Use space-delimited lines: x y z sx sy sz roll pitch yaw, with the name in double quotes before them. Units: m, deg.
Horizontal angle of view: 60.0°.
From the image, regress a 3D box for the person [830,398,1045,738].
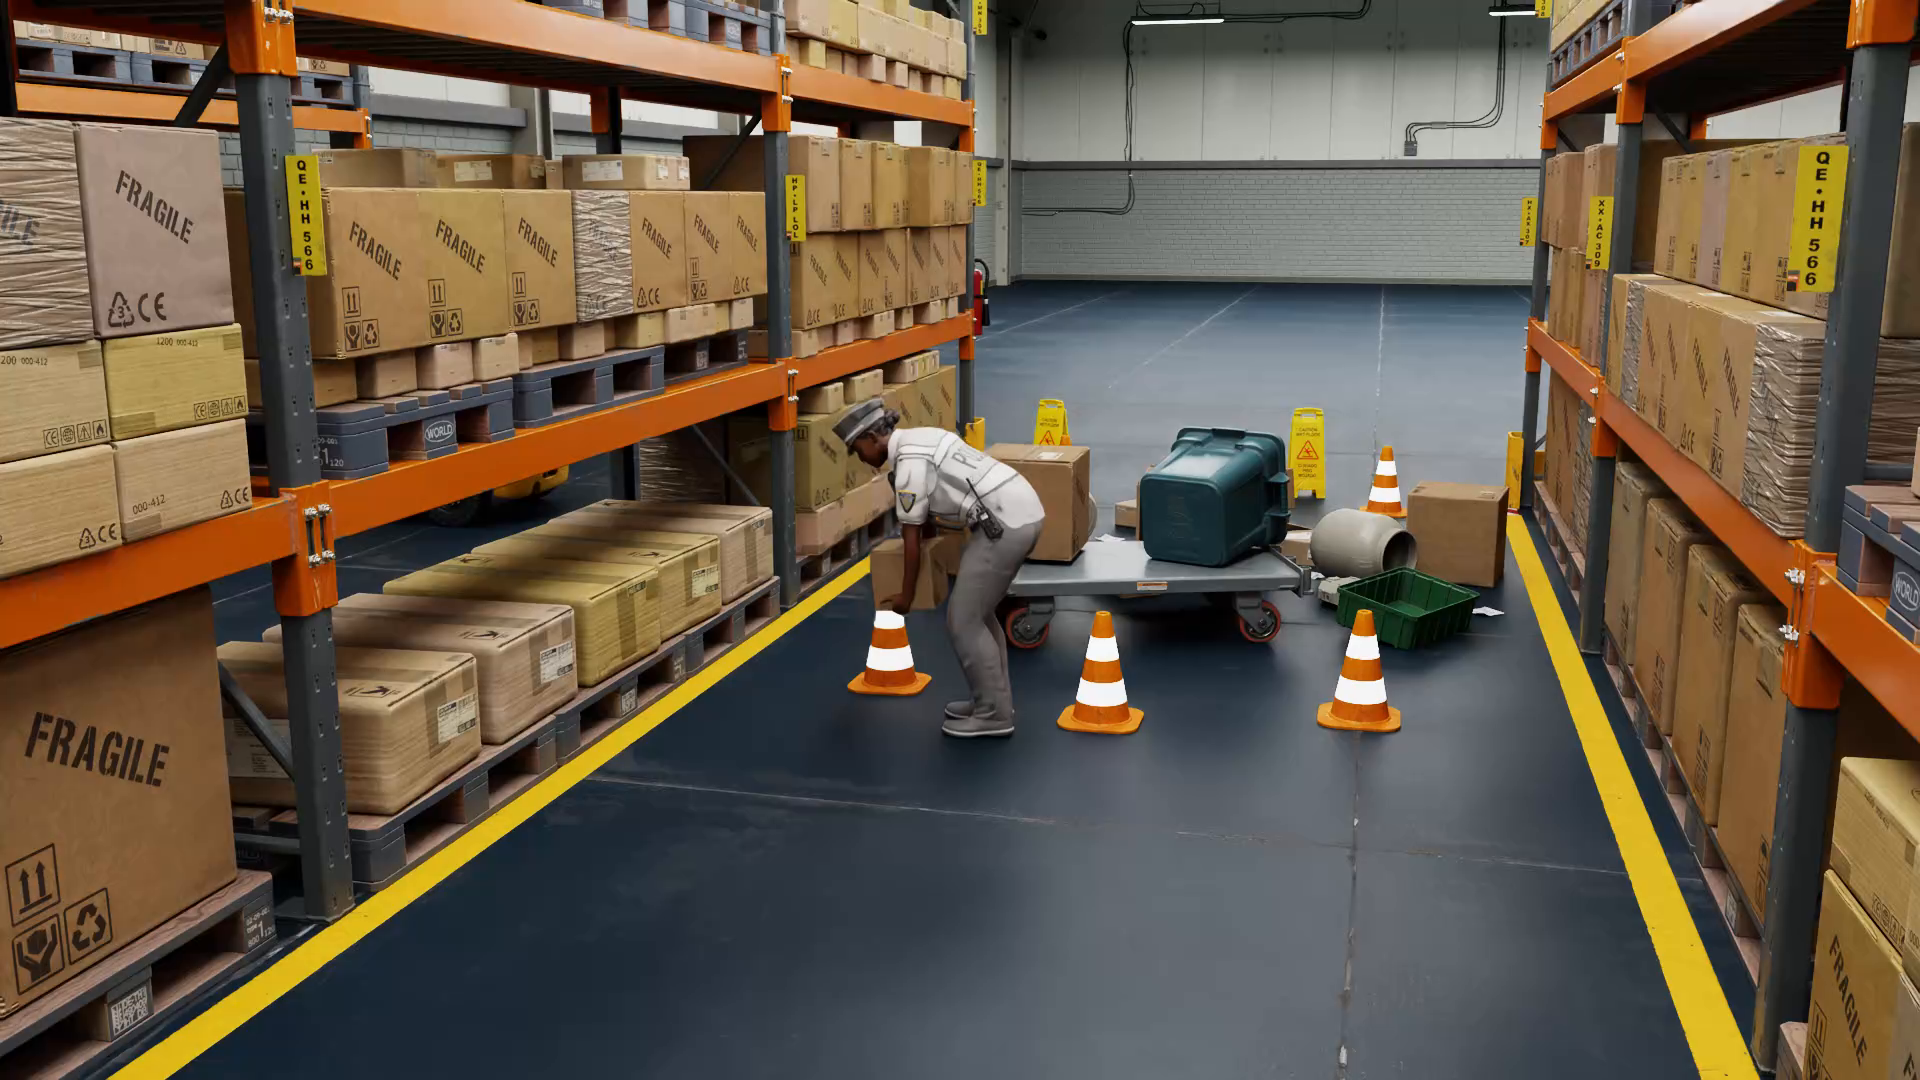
"person" -0.095 0.101 6.758 0.873 1.350 0.411 3 12 12
